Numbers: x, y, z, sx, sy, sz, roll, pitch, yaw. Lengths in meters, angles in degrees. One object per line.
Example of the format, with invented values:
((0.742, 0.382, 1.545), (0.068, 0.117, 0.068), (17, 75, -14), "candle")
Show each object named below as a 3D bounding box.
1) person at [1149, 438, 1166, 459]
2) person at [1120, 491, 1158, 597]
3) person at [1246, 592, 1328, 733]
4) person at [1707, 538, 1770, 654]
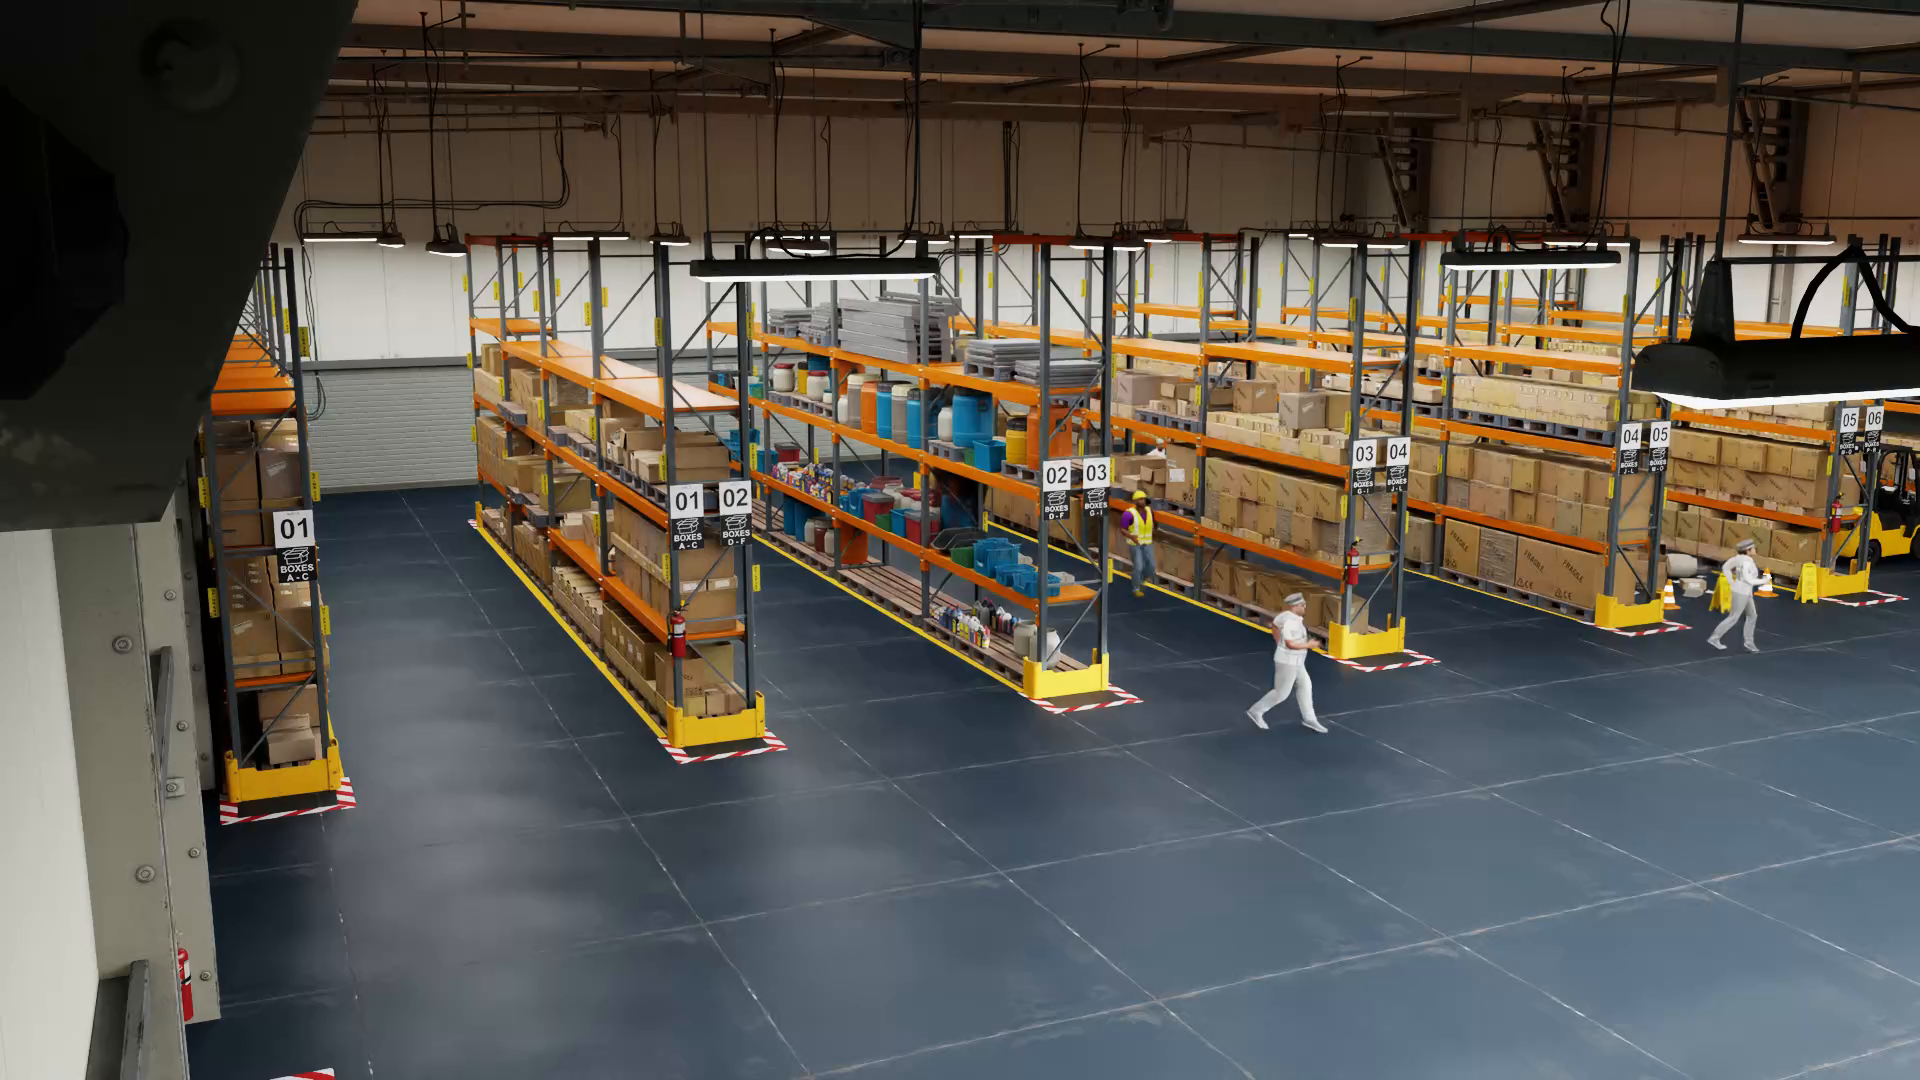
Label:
((4.285, -1.362, 35.832), (0.617, 1.678, 0.920), (-4, 12, -22), "person")
((2.917, 0.078, 26.677), (0.674, 1.754, 0.536), (-5, 12, -24), "person")
((4.086, 1.518, 20.626), (1.002, 1.790, 0.678), (3, 11, 14), "person")
((11.443, 0.829, 24.409), (0.774, 1.744, 0.597), (4, 12, 18), "person")
